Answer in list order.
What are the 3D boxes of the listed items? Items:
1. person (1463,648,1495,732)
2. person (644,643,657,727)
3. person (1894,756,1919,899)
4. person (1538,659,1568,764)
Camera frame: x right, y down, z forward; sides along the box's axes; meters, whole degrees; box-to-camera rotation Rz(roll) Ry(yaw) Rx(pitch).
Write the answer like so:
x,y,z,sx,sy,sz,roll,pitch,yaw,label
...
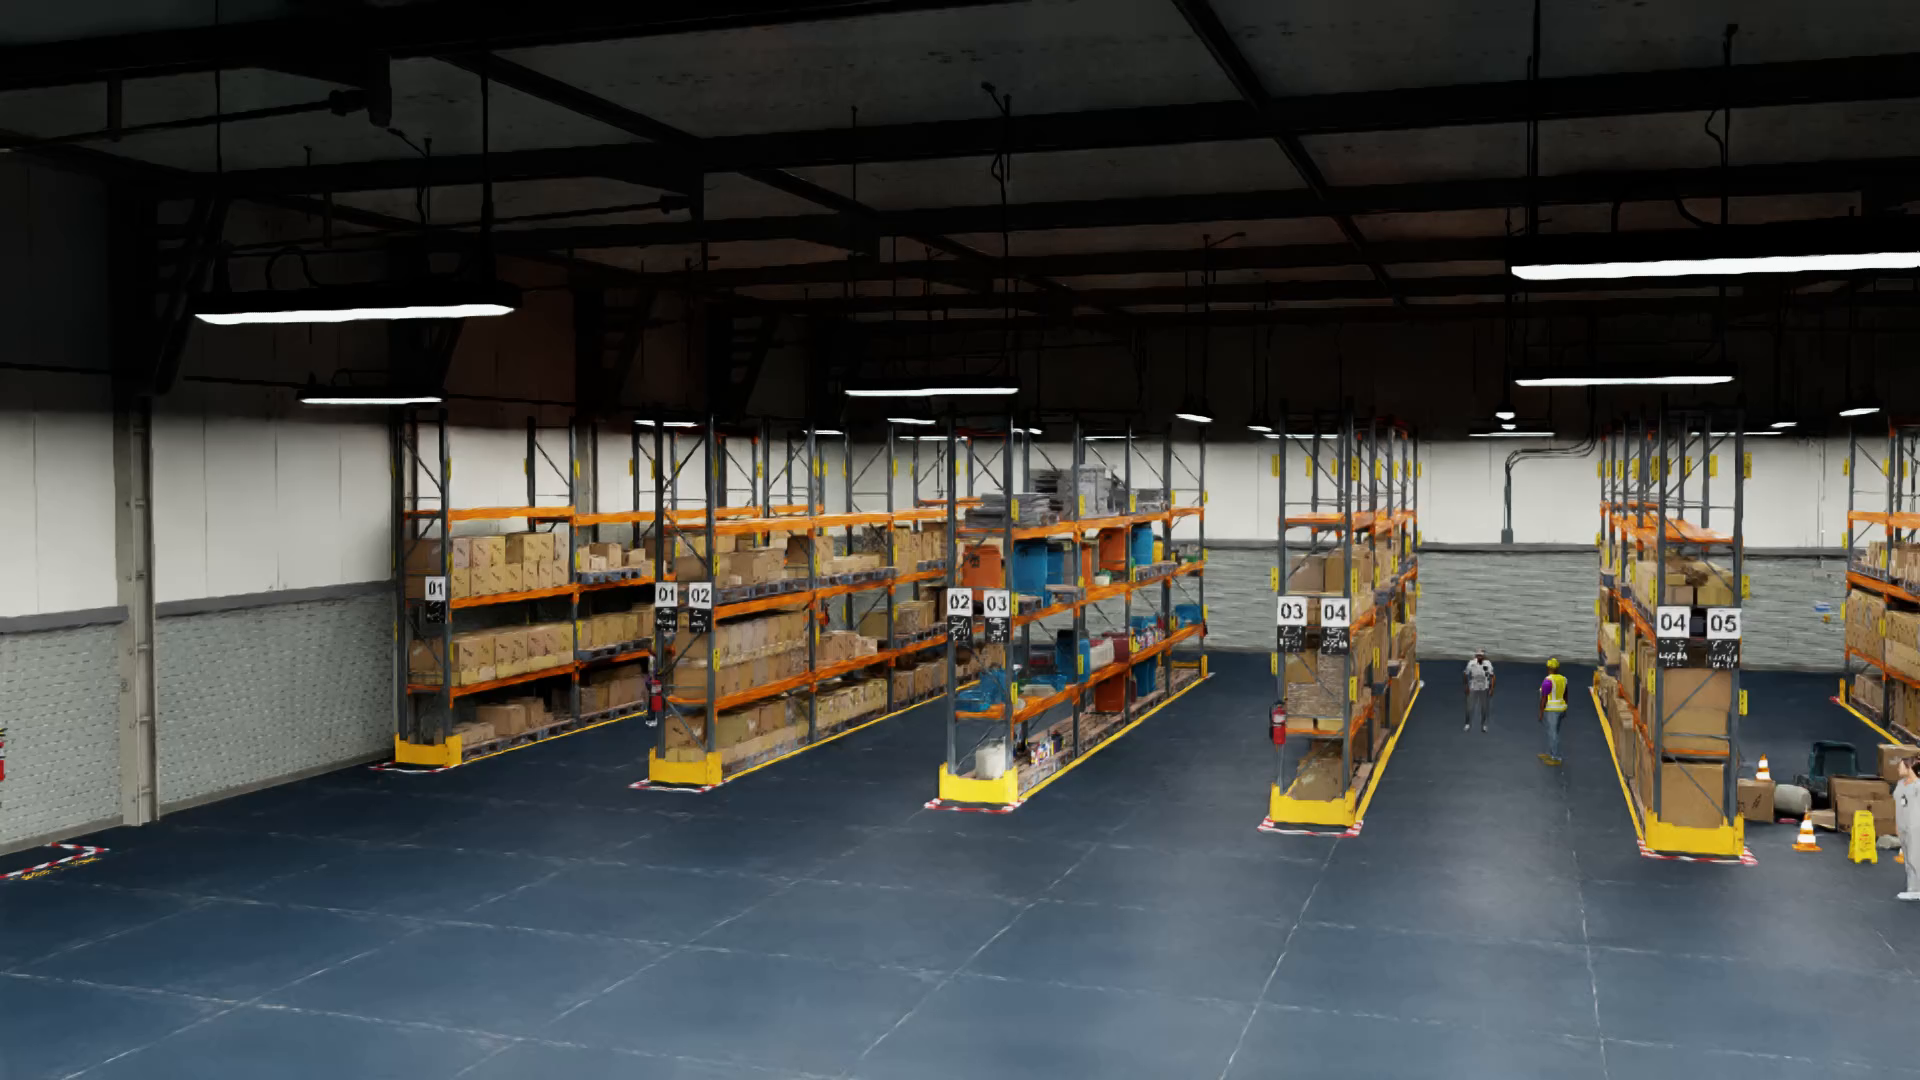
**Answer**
x,y,z,sx,sy,sz,roll,pitch,yaw,label
9.876,2.838,31.649,0.592,1.629,0.526,1,3,16,person
-5.984,2.826,32.456,0.349,1.641,0.477,0,2,-10,person
11.046,3.334,19.220,0.386,1.661,0.562,0,2,-10,person
10.052,2.891,28.262,0.673,1.763,0.580,-2,3,-40,person
